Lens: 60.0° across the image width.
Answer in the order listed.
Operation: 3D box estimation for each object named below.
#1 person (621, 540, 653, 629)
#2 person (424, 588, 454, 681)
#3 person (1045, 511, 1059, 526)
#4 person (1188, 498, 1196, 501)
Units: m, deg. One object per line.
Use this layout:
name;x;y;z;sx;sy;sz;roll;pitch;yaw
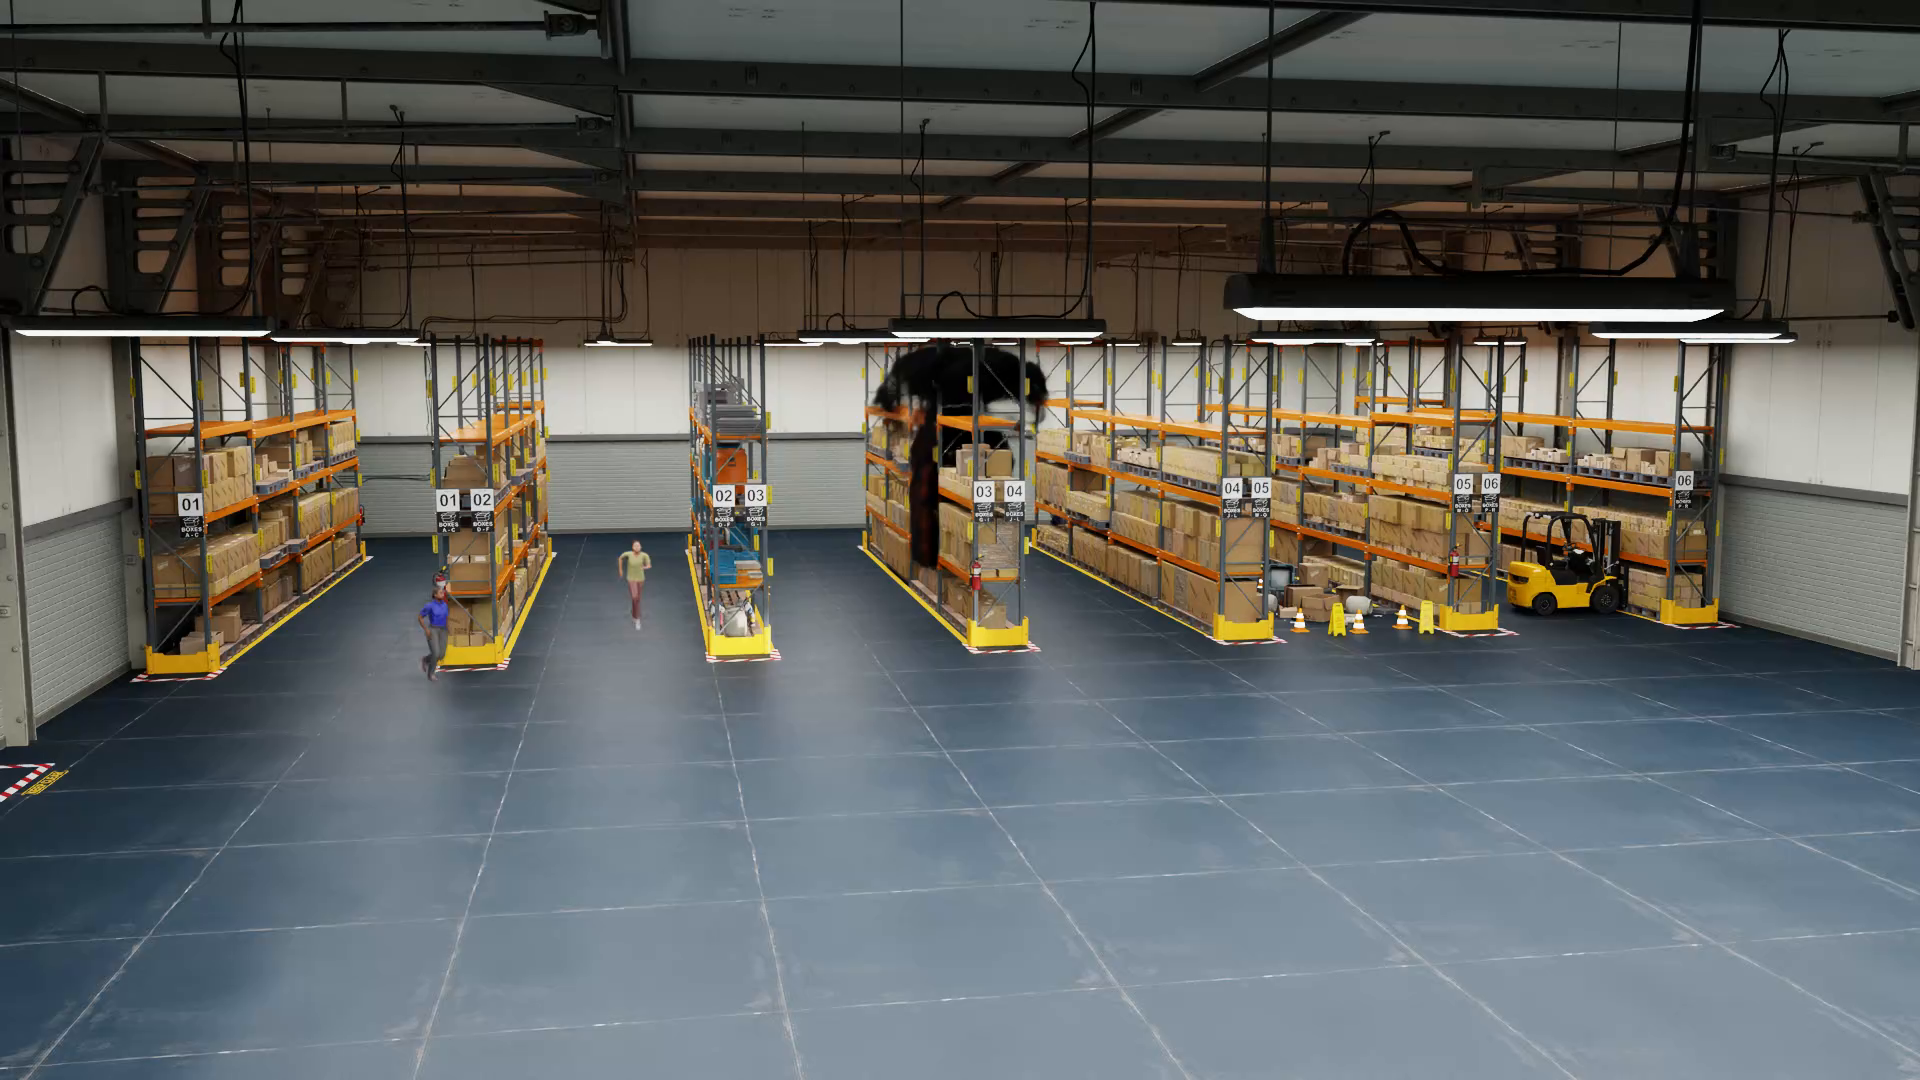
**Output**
person;-6.377;0.850;32.866;0.599;1.720;0.897;-2;7;-17
person;-9.044;1.637;28.981;0.522;1.613;0.623;4;8;31
person;2.883;-0.761;49.985;0.653;1.600;0.684;2;7;20
person;7.346;-0.974;50.936;0.720;1.775;0.695;1;7;10
